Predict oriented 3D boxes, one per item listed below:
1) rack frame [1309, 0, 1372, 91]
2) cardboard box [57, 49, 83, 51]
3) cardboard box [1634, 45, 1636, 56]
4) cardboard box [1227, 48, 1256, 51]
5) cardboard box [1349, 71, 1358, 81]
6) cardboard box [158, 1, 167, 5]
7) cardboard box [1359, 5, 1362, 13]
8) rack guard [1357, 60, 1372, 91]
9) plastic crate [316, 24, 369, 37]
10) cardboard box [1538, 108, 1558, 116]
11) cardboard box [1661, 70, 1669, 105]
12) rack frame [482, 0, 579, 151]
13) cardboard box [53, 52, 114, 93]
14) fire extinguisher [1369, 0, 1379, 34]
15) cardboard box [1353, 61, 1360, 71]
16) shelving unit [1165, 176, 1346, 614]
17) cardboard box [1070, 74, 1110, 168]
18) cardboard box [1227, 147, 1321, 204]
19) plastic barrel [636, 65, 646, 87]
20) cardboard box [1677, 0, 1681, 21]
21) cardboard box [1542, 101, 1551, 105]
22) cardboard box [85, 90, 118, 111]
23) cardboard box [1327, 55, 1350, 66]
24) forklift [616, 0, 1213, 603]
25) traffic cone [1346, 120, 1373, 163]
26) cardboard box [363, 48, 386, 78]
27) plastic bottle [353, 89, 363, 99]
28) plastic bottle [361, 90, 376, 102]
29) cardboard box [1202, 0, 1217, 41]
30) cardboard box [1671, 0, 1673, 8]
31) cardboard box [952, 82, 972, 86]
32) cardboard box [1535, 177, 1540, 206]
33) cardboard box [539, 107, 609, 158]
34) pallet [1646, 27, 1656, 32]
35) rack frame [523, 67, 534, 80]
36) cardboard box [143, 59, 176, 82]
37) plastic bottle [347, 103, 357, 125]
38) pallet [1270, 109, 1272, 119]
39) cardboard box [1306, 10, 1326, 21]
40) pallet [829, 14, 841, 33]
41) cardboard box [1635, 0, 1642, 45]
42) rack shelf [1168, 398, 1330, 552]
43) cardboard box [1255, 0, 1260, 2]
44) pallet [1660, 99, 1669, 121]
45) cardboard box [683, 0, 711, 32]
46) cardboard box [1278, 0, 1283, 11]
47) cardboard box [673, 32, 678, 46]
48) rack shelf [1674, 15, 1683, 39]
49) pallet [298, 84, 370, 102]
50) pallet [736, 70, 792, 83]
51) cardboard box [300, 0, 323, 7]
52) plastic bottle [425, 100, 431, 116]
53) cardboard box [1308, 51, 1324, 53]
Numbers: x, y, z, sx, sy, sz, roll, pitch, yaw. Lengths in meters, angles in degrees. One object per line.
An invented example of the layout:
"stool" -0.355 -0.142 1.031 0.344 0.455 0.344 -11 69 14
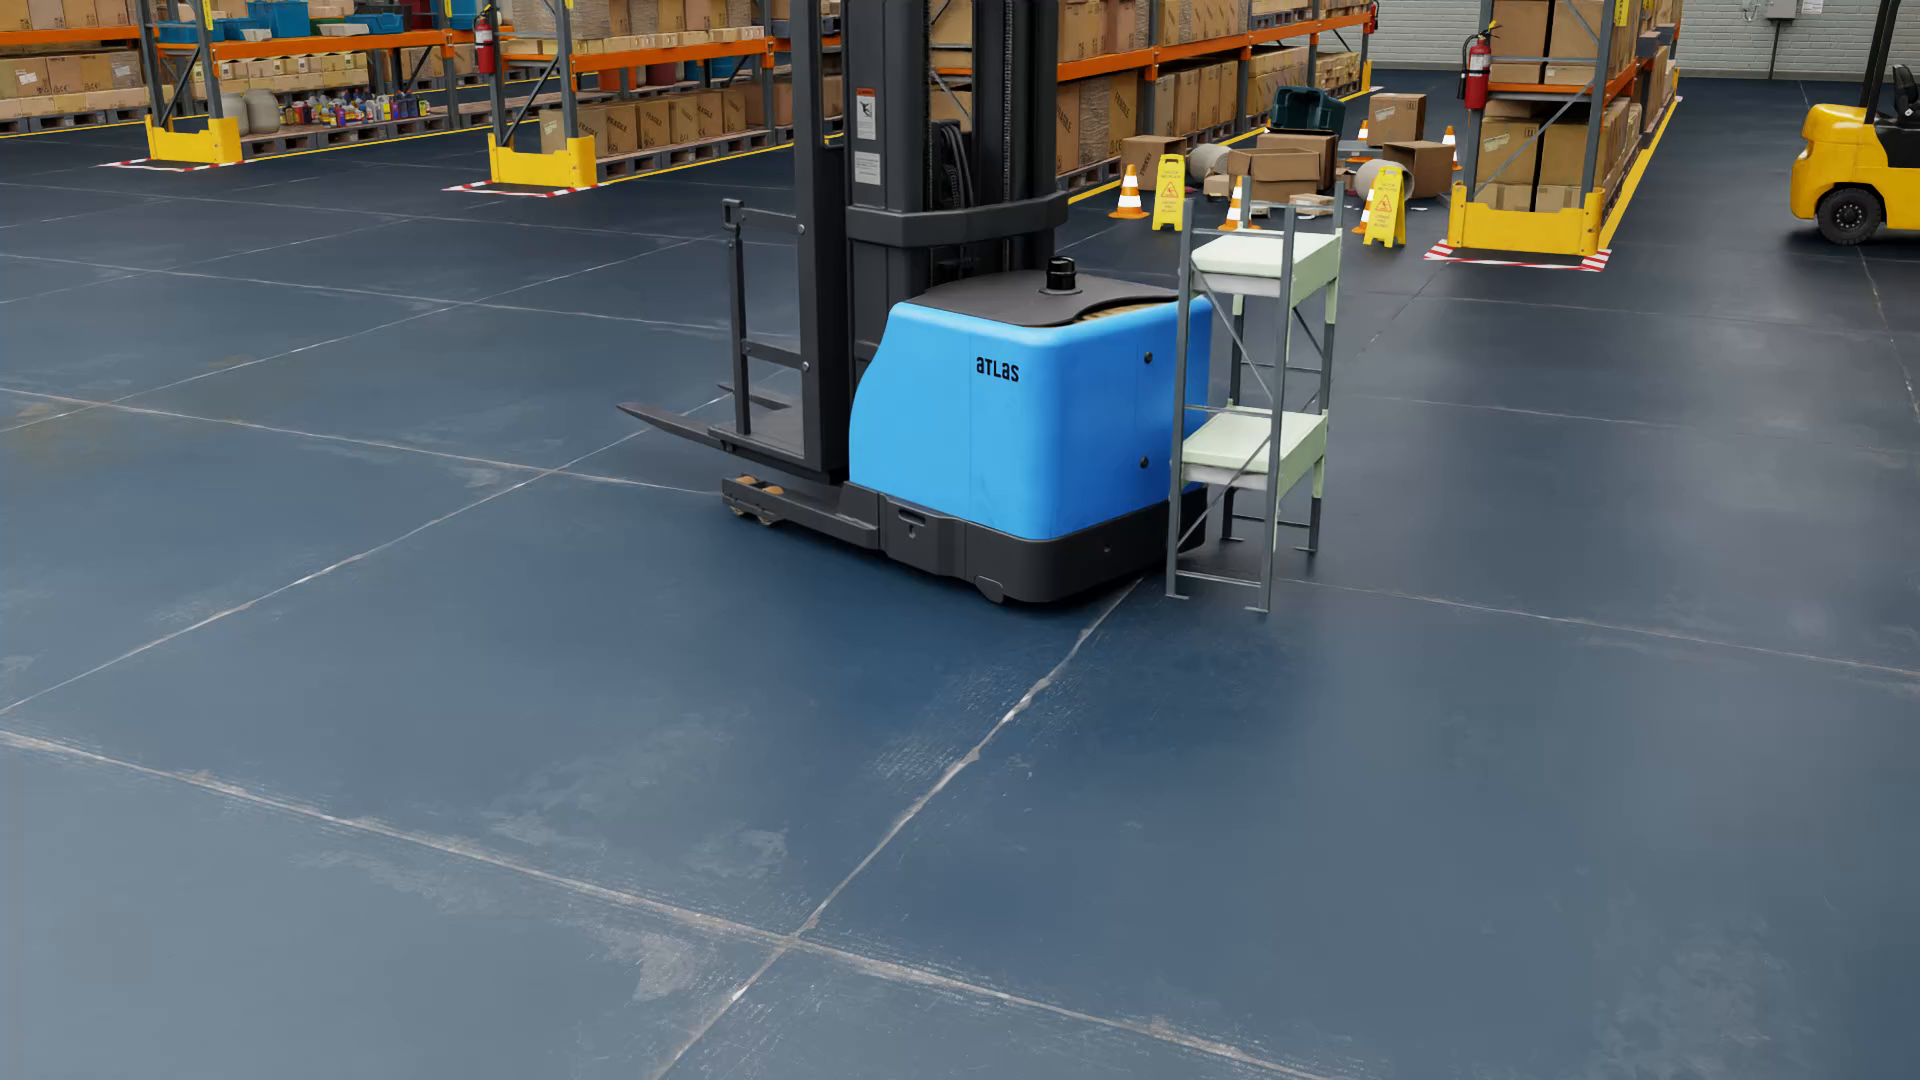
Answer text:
"rack frame" 6.610 -9.346 28.772 1.000 3.000 0.127 9 21 23
"cardboard box" -15.448 -8.156 28.500 0.700 0.500 0.500 8 21 22
"cardboard box" 6.400 -4.771 16.283 0.380 0.149 0.250 8 21 22
"cardboard box" 4.000 -6.989 24.128 0.500 0.250 0.500 9 22 25
"cardboard box" 6.572 -7.919 28.386 0.380 0.149 0.250 9 22 24
"cardboard box" -14.360 -9.611 29.862 0.380 0.149 0.250 8 21 22
"cardboard box" 6.598 -9.018 28.226 0.380 0.149 0.250 9 21 23
"rack guard" 6.579 -8.145 29.126 1.175 0.500 0.348 9 21 23
"plastic crate" -7.740 -6.413 20.920 0.530 0.136 0.437 9 21 23
"cardboard box" 5.129 -3.656 15.131 0.500 0.500 0.500 8 21 21
"cardboard box" 9.884 -6.643 24.368 0.875 0.438 0.875 8 21 22
"rack frame" -4.426 -5.166 17.020 1.000 3.000 0.127 9 21 23
"cardboard box" -12.231 -6.529 23.208 0.500 0.500 0.500 9 21 23
"fire extinguisher" 7.134 -9.148 28.886 0.296 0.674 0.183 9 21 23
"cardboard box" 6.654 -8.140 28.566 0.380 0.149 0.250 8 21 21
"shelving unit" 1.127 -0.574 6.344 0.431 1.500 0.755 9 21 24
"cardboard box" 1.009 -4.416 17.453 0.875 0.875 0.875 9 21 23
"cardboard box" 3.025 -3.515 16.101 0.797 0.503 0.637 -5 20 -15
"plastic barrel" -5.334 -7.654 27.101 0.421 0.512 0.421 0 20 0
"cardboard box" 10.591 -8.092 25.095 0.500 0.500 0.500 9 22 24
"cardboard box" 5.343 -4.177 15.628 0.380 0.149 0.250 10 22 26
"cardboard box" -12.219 -6.174 23.329 0.500 0.250 0.500 9 21 23
"cardboard box" 6.256 -7.959 27.611 0.380 0.149 0.250 9 22 25
"forklift" -0.396 -1.552 6.960 1.130 2.935 3.031 -18 26 -41
"traffic cone" 4.690 -4.631 19.301 0.336 0.463 0.334 9 21 23
"cardboard box" -10.017 -8.320 28.961 0.500 0.500 0.500 9 22 25
"plastic bottle" -8.015 -5.838 22.205 0.144 0.351 0.185 9 22 24
"plastic bottle" -7.884 -5.818 22.150 0.144 0.351 0.185 9 21 23
"cardboard box" 2.778 -6.311 20.088 0.500 0.500 0.500 9 21 24
"cardboard box" 9.571 -7.472 22.980 0.500 0.250 0.500 9 21 23
"cardboard box" -0.476 -7.288 25.530 1.225 0.875 0.875 9 21 23
"cardboard box" 4.920 -3.150 14.827 0.500 0.250 0.500 9 21 23
"cardboard box" -4.155 -4.375 17.898 0.500 0.500 0.500 13 23 33
"pallet" 7.118 -5.551 18.387 1.003 0.211 1.213 9 21 23
"rack frame" -8.548 -10.195 31.160 1.000 3.000 0.127 9 21 23
"cardboard box" -11.919 -7.079 25.038 0.500 0.311 0.500 9 21 23
"plastic bottle" -7.736 -5.415 21.133 0.097 0.271 0.097 0 20 0
"pallet" 4.156 -6.197 24.079 1.003 0.211 1.213 9 21 23
"cardboard box" 5.387 -8.047 25.493 0.380 0.149 0.250 9 22 25
"pallet" -1.923 -6.911 22.211 1.003 0.211 1.213 9 21 23
"cardboard box" 6.298 -5.047 16.090 0.500 0.500 0.500 8 21 21
"rack shelf" 1.127 -0.267 6.453 0.431 0.370 0.720 9 21 24
"cardboard box" 3.824 -7.324 22.389 0.380 0.149 0.250 10 22 25
"pallet" 9.912 -6.383 24.602 1.003 0.211 1.213 9 21 23
"cardboard box" -3.378 -6.133 19.143 0.875 0.500 0.500 9 21 23
"cardboard box" 4.350 -7.574 23.538 0.380 0.149 0.250 8 21 21
"cardboard box" -3.407 -5.642 18.733 0.380 0.149 0.250 9 21 23
"rack shelf" 10.348 -7.747 25.351 1.077 0.370 4.000 9 21 23
"pallet" -10.558 -7.412 27.496 1.003 0.211 1.213 9 21 23
"pallet" -3.765 -8.431 30.360 1.003 0.211 1.213 9 21 23
"cardboard box" -10.729 -8.684 27.042 0.500 0.311 0.500 8 21 22
"plastic bottle" -7.170 -5.804 22.332 0.097 0.201 0.097 0 20 0
"cardboard box" 6.086 -8.367 28.761 0.380 0.149 0.250 8 21 20
